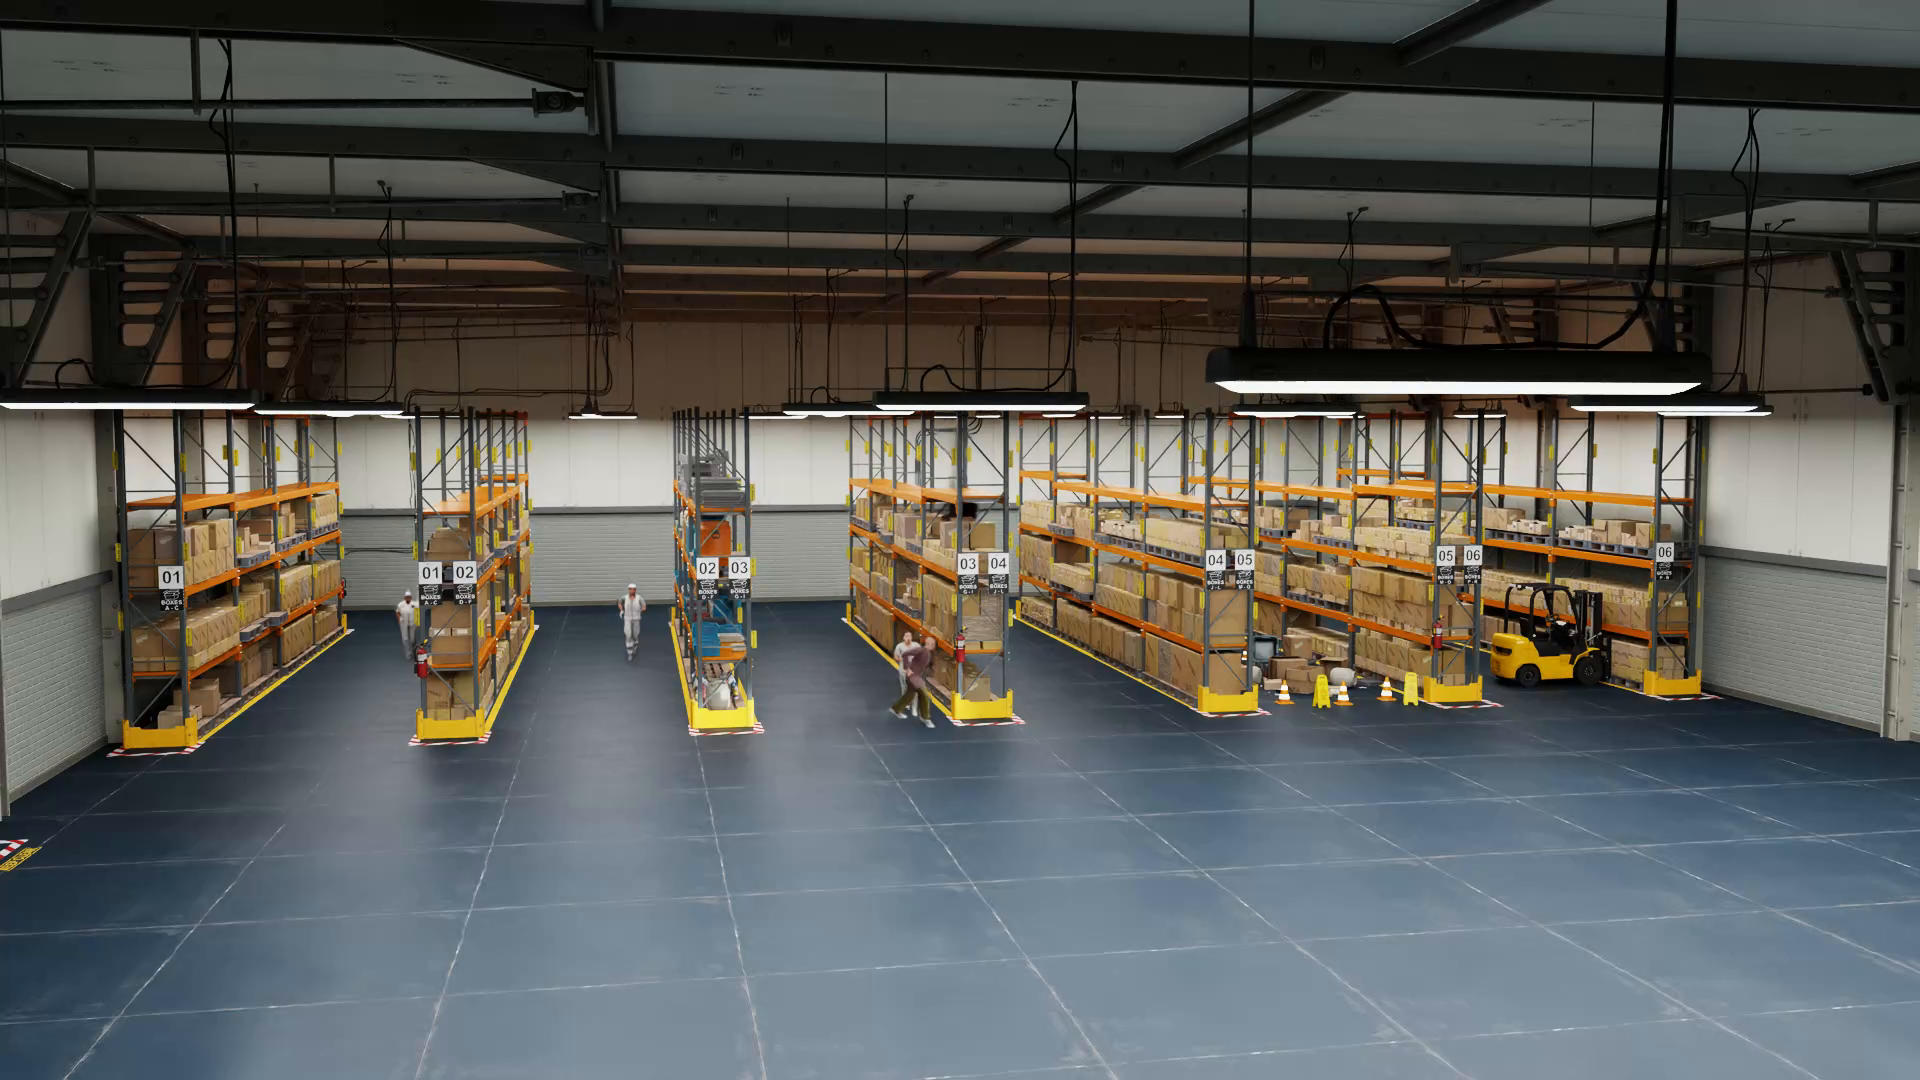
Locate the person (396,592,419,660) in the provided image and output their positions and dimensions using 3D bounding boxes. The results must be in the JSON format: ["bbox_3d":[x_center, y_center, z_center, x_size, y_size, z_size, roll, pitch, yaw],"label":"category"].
[{"bbox_3d":[-13.359,2.059,40.299,0.592,1.640,0.716,-1,4,-17],"label":"person"}]

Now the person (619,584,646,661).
[{"bbox_3d":[-7.912,1.955,40.184,0.652,1.805,0.949,-1,4,-11],"label":"person"}]

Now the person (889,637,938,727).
[{"bbox_3d":[-0.903,2.675,31.423,1.059,1.741,0.752,2,5,31],"label":"person"}]

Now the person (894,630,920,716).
[{"bbox_3d":[-1.028,2.599,32.619,0.570,1.702,0.819,-1,4,-7],"label":"person"}]
